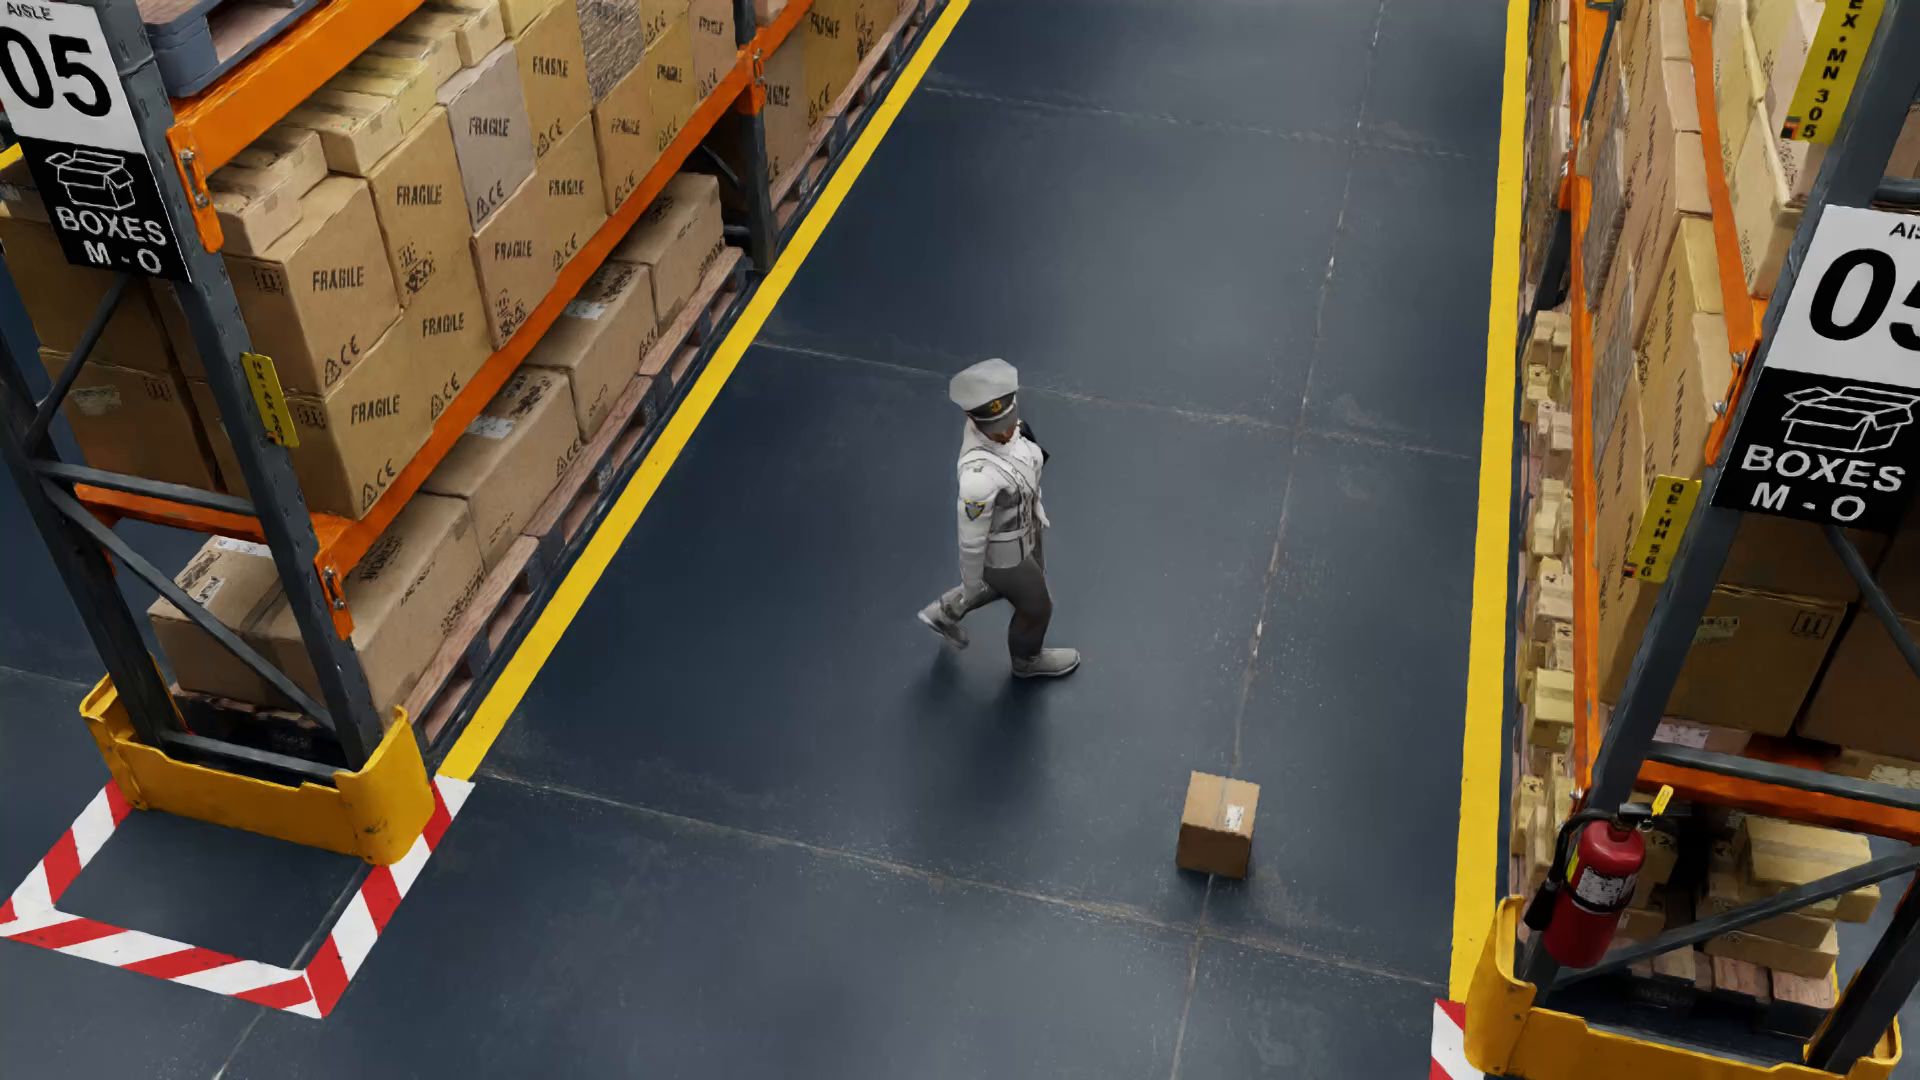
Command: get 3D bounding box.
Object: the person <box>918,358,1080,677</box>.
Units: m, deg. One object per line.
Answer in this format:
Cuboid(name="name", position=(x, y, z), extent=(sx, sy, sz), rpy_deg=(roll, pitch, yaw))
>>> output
Cuboid(name="person", position=(0.158, -0.004, 6.184), extent=(0.647, 1.623, 0.520), rpy_deg=(2, 41, 3))
